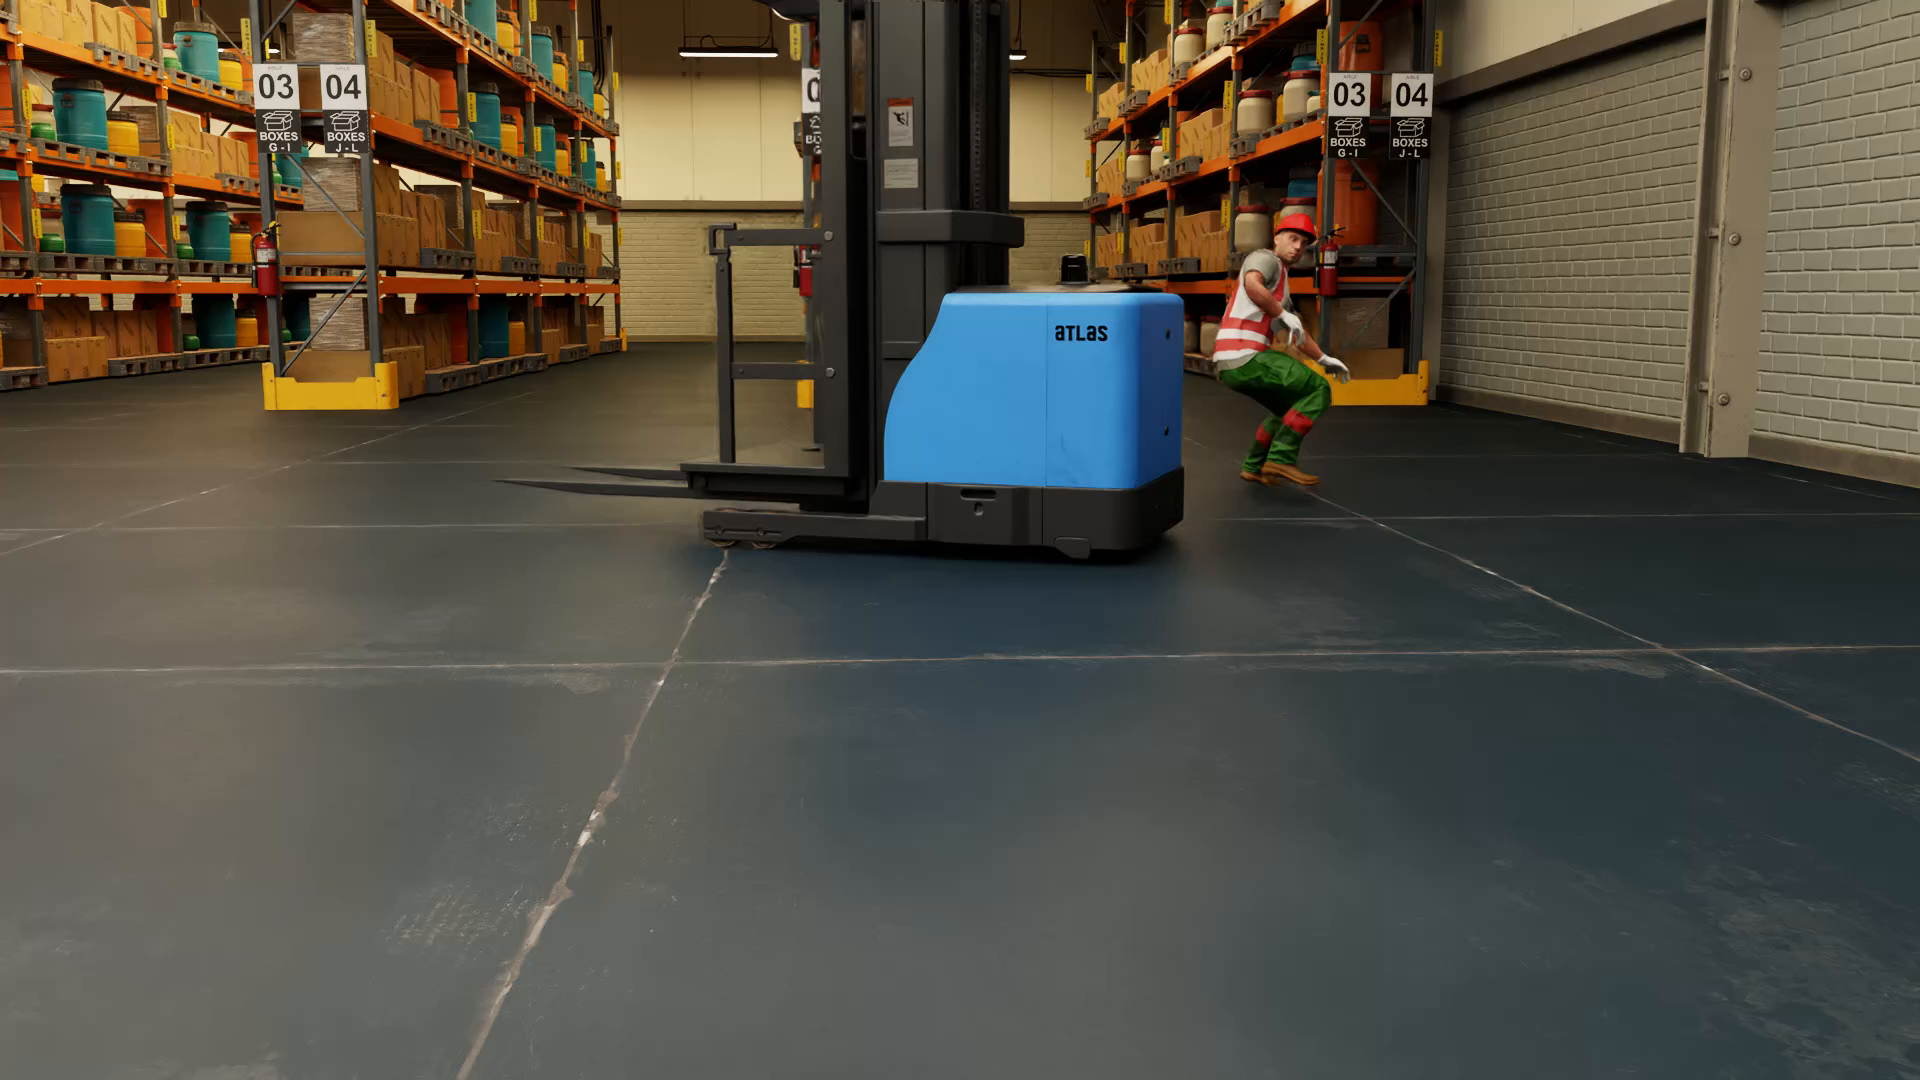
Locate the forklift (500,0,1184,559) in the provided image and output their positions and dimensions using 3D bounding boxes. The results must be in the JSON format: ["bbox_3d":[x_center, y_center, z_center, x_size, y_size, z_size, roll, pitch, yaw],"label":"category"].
[{"bbox_3d":[-0.578,-1.479,7.289,3.031,2.935,1.130,3,9,19],"label":"forklift"}]

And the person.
[{"bbox_3d":[1.754,-0.982,8.975,0.777,1.540,0.898,1,9,7],"label":"person"}]
